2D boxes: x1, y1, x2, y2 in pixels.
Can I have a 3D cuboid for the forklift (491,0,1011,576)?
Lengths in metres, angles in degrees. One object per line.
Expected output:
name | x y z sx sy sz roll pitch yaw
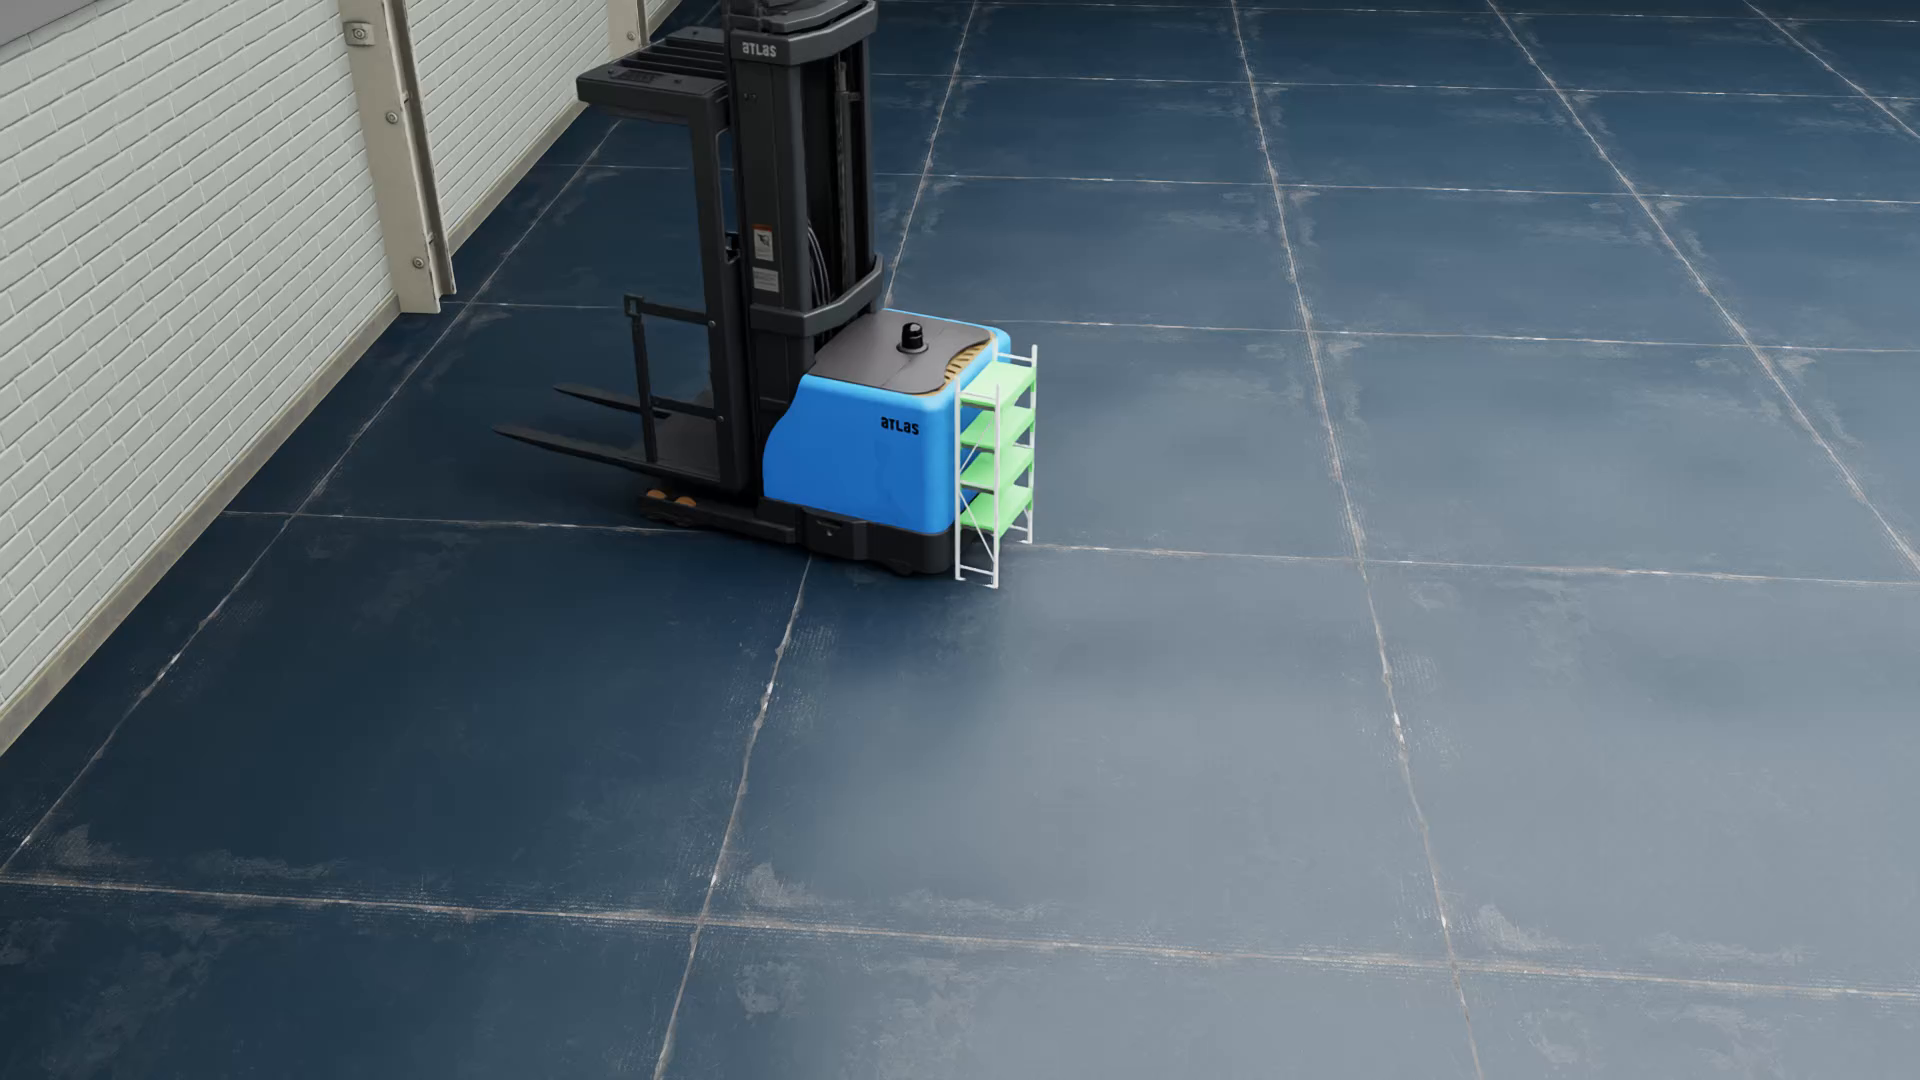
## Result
forklift | -1.273 -1.560 8.988 3.031 2.935 1.130 13 34 20

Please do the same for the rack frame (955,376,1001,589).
rack frame | 0.087 -0.279 8.560 0.240 1.200 0.015 13 34 20

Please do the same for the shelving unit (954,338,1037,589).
shelving unit | 0.186 -0.397 8.750 0.258 1.200 0.503 13 34 20

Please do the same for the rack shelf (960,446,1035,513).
rack shelf | 0.186 -0.342 8.784 0.258 0.148 0.480 13 34 20

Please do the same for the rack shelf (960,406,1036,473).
rack shelf | 0.186 -0.547 8.658 0.258 0.148 0.480 13 34 20

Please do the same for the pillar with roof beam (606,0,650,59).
pillar with roof beam | 0.915 -8.513 14.487 9.100 9.000 0.400 2 32 4

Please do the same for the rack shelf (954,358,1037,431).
rack shelf | 0.186 -0.751 8.532 0.258 0.148 0.480 13 34 20

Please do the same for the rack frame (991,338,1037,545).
rack frame | 0.284 -0.514 8.940 0.240 1.200 0.015 13 34 20

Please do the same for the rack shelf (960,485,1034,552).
rack shelf | 0.186 -0.138 8.909 0.258 0.148 0.480 13 34 20

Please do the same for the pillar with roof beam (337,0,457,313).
pillar with roof beam | 0.426 -5.376 9.396 9.100 9.000 0.400 2 32 4
